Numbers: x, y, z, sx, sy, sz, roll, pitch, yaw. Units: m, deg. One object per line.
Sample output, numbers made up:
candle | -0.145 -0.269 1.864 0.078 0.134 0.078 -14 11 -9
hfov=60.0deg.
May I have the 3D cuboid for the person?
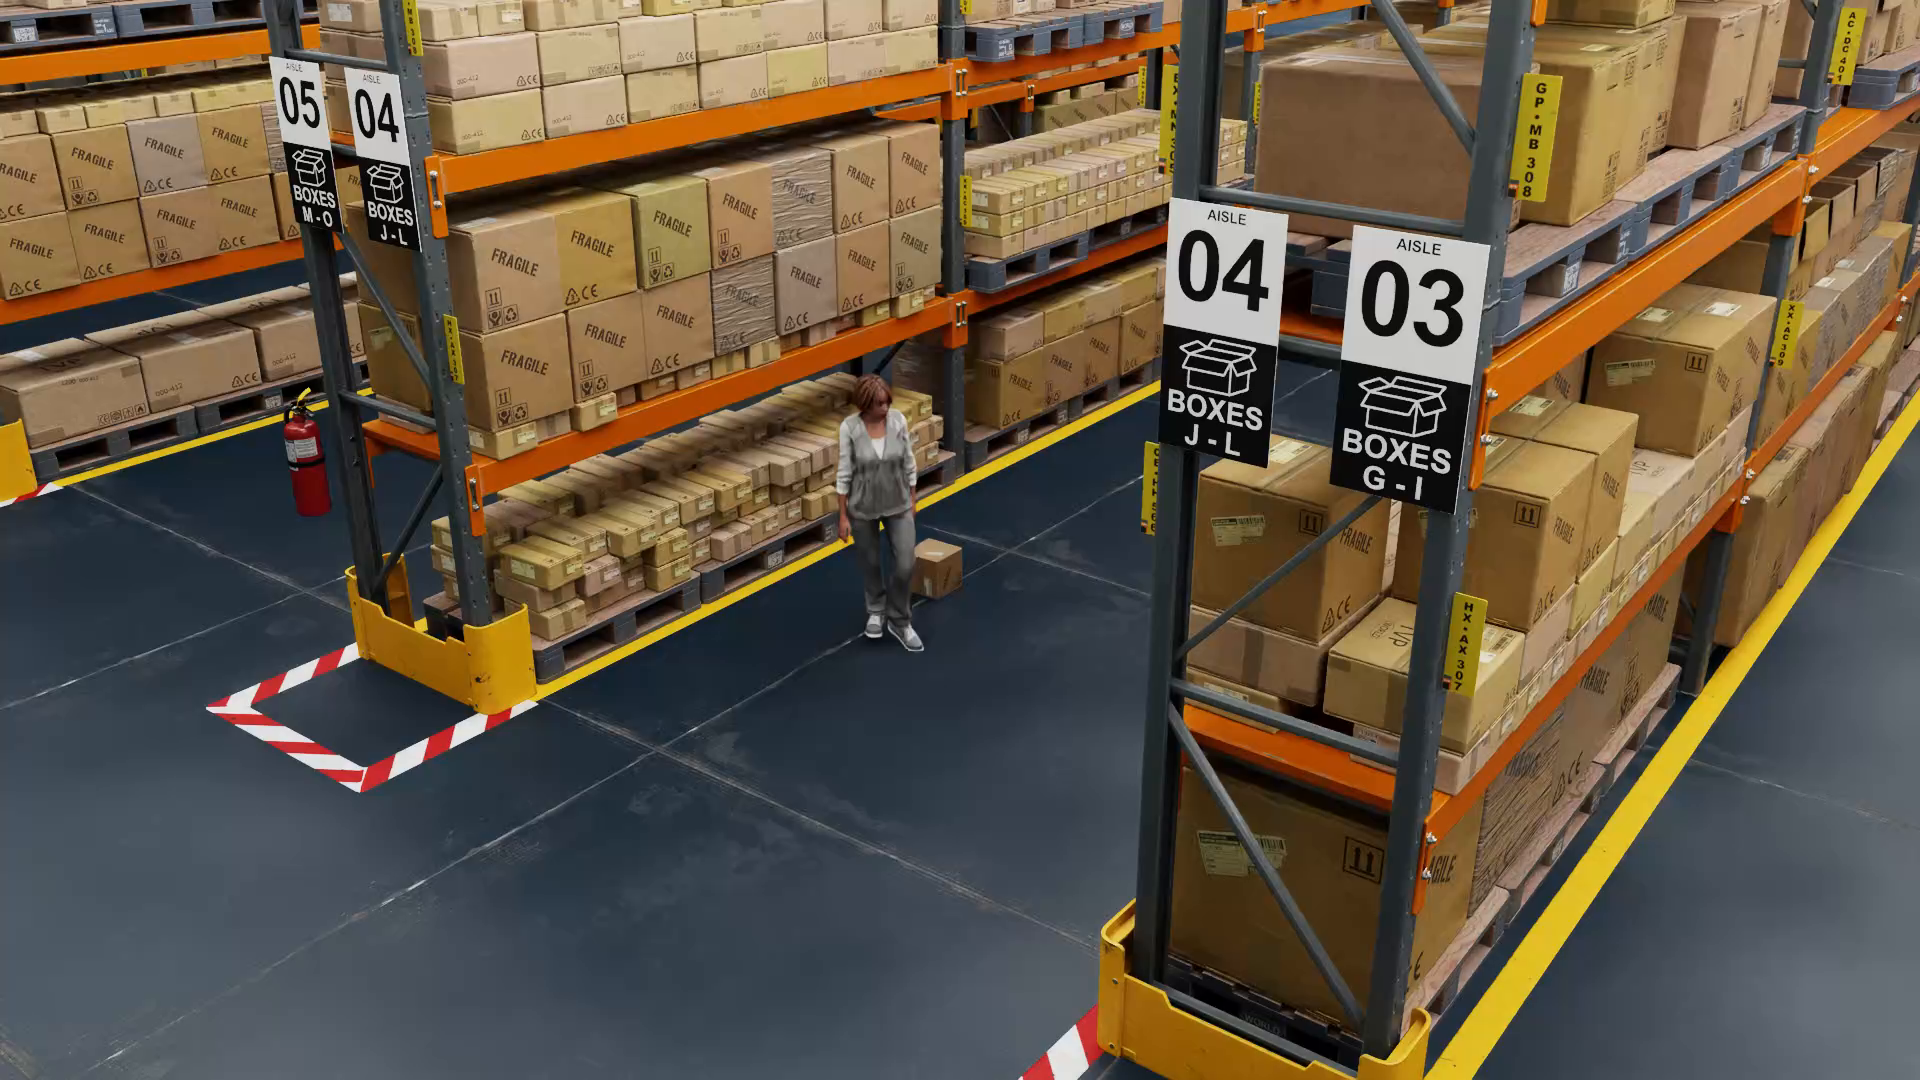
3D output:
person | -0.442 -0.163 8.976 0.455 1.610 0.457 -3 24 -8
